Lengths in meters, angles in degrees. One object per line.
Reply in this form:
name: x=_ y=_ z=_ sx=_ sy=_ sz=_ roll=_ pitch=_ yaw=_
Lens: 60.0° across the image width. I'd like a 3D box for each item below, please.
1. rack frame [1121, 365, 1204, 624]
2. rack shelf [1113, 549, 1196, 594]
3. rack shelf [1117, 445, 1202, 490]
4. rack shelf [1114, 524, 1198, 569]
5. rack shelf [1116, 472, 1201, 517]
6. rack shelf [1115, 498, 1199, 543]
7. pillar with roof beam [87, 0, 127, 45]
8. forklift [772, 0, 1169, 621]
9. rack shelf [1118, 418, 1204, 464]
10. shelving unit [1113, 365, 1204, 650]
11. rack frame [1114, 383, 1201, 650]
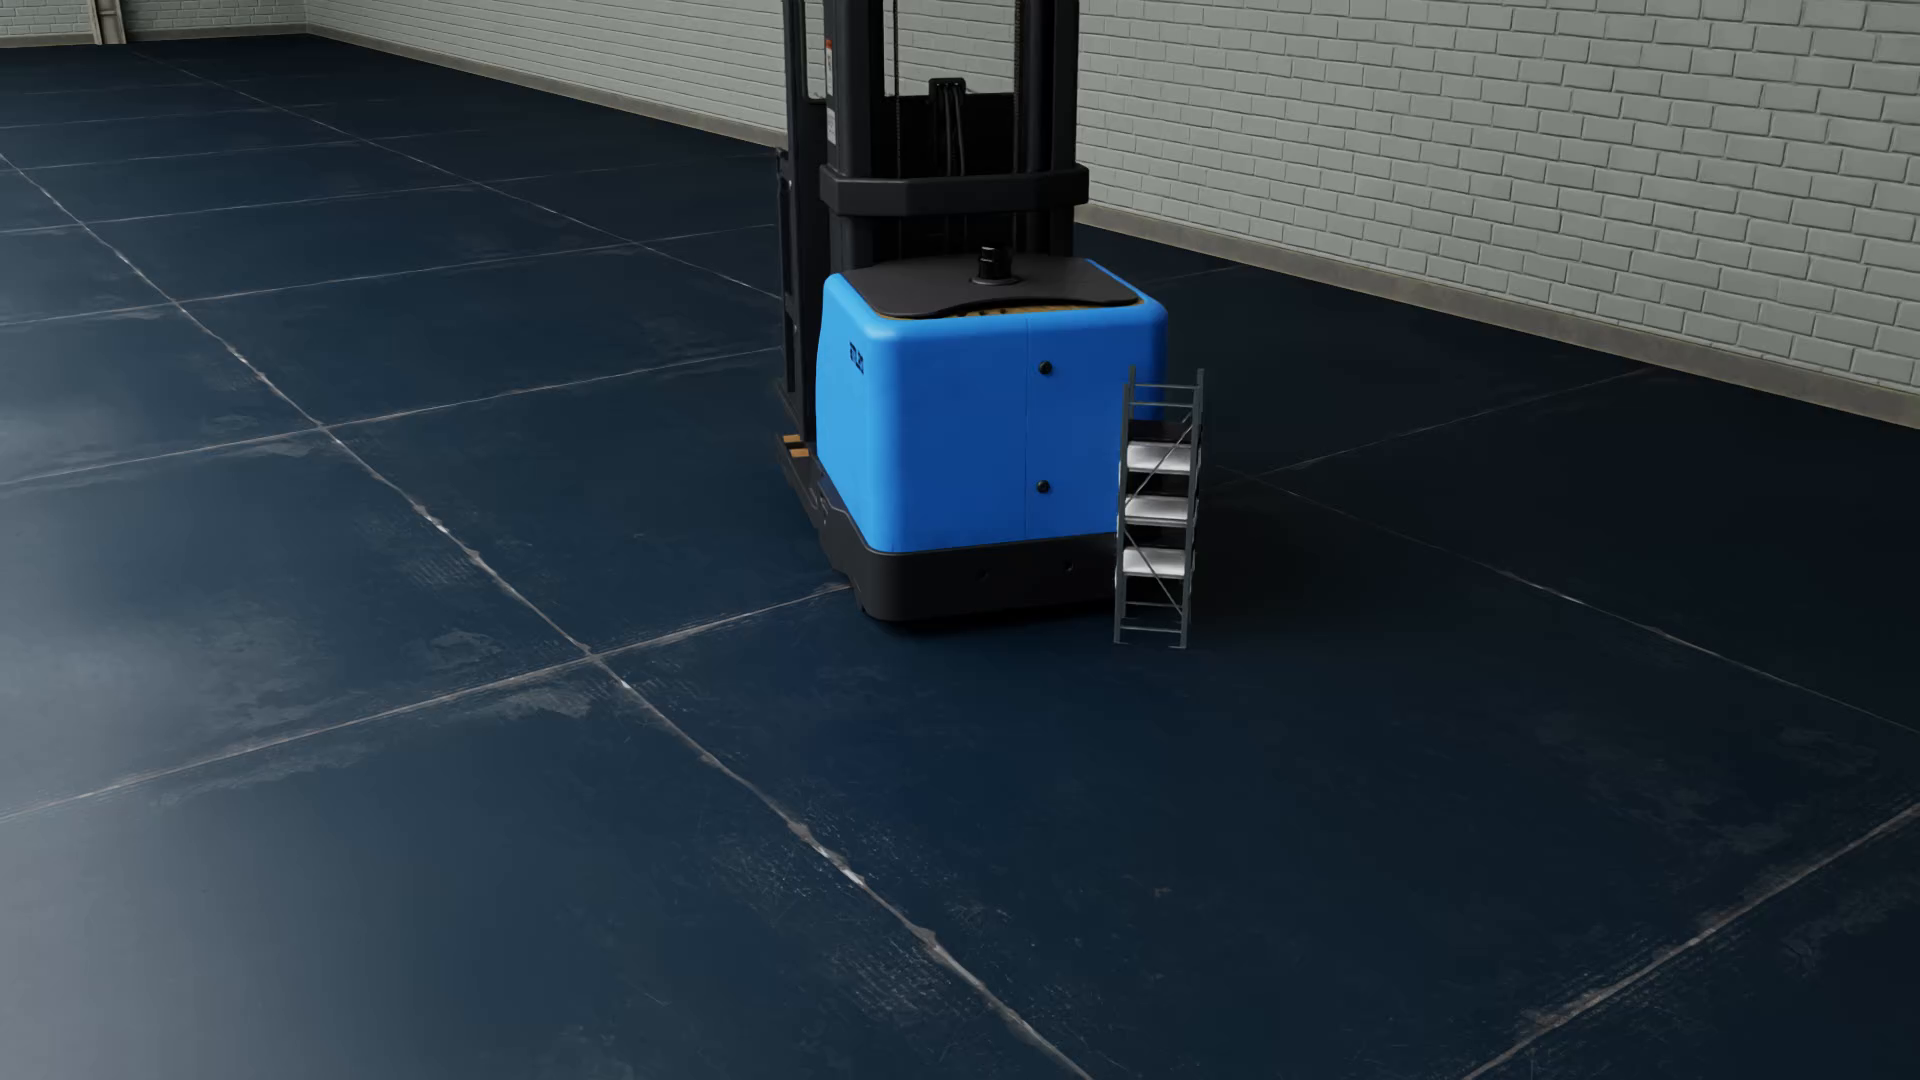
rack frame: x=0.667 y=-0.140 z=5.531 sx=0.240 sy=0.900 sz=0.006 roll=4 pitch=22 yaw=10
rack shelf: x=0.648 y=0.096 z=5.518 sx=0.258 sy=0.077 sz=0.200 roll=4 pitch=22 yaw=10
rack shelf: x=0.648 y=-0.239 z=5.384 sx=0.258 sy=0.077 sz=0.200 roll=4 pitch=22 yaw=10
rack shelf: x=0.648 y=0.012 z=5.484 sx=0.258 sy=0.077 sz=0.200 roll=4 pitch=22 yaw=10
rack shelf: x=0.648 y=-0.155 z=5.418 sx=0.258 sy=0.077 sz=0.200 roll=4 pitch=22 yaw=10
rack shelf: x=0.648 y=-0.072 z=5.451 sx=0.258 sy=0.077 sz=0.200 roll=4 pitch=22 yaw=10
pillar with roof beam: x=-10.455 y=-10.467 z=20.485 sx=0.400 sy=9.000 sz=9.100 roll=-15 pitch=26 yaw=-33
forklift: x=-0.167 y=-1.607 z=6.469 sx=1.130 sy=2.935 sz=3.031 roll=-6 pitch=22 yaw=-14
rack shelf: x=0.648 y=-0.322 z=5.351 sx=0.258 sy=0.077 sz=0.200 roll=4 pitch=22 yaw=10
shelving unit: x=0.648 y=-0.102 z=5.439 sx=0.258 sy=0.900 sz=0.210 roll=4 pitch=22 yaw=10
rack frame: x=0.629 y=-0.065 z=5.346 sx=0.240 sy=0.900 sz=0.006 roll=4 pitch=22 yaw=10
